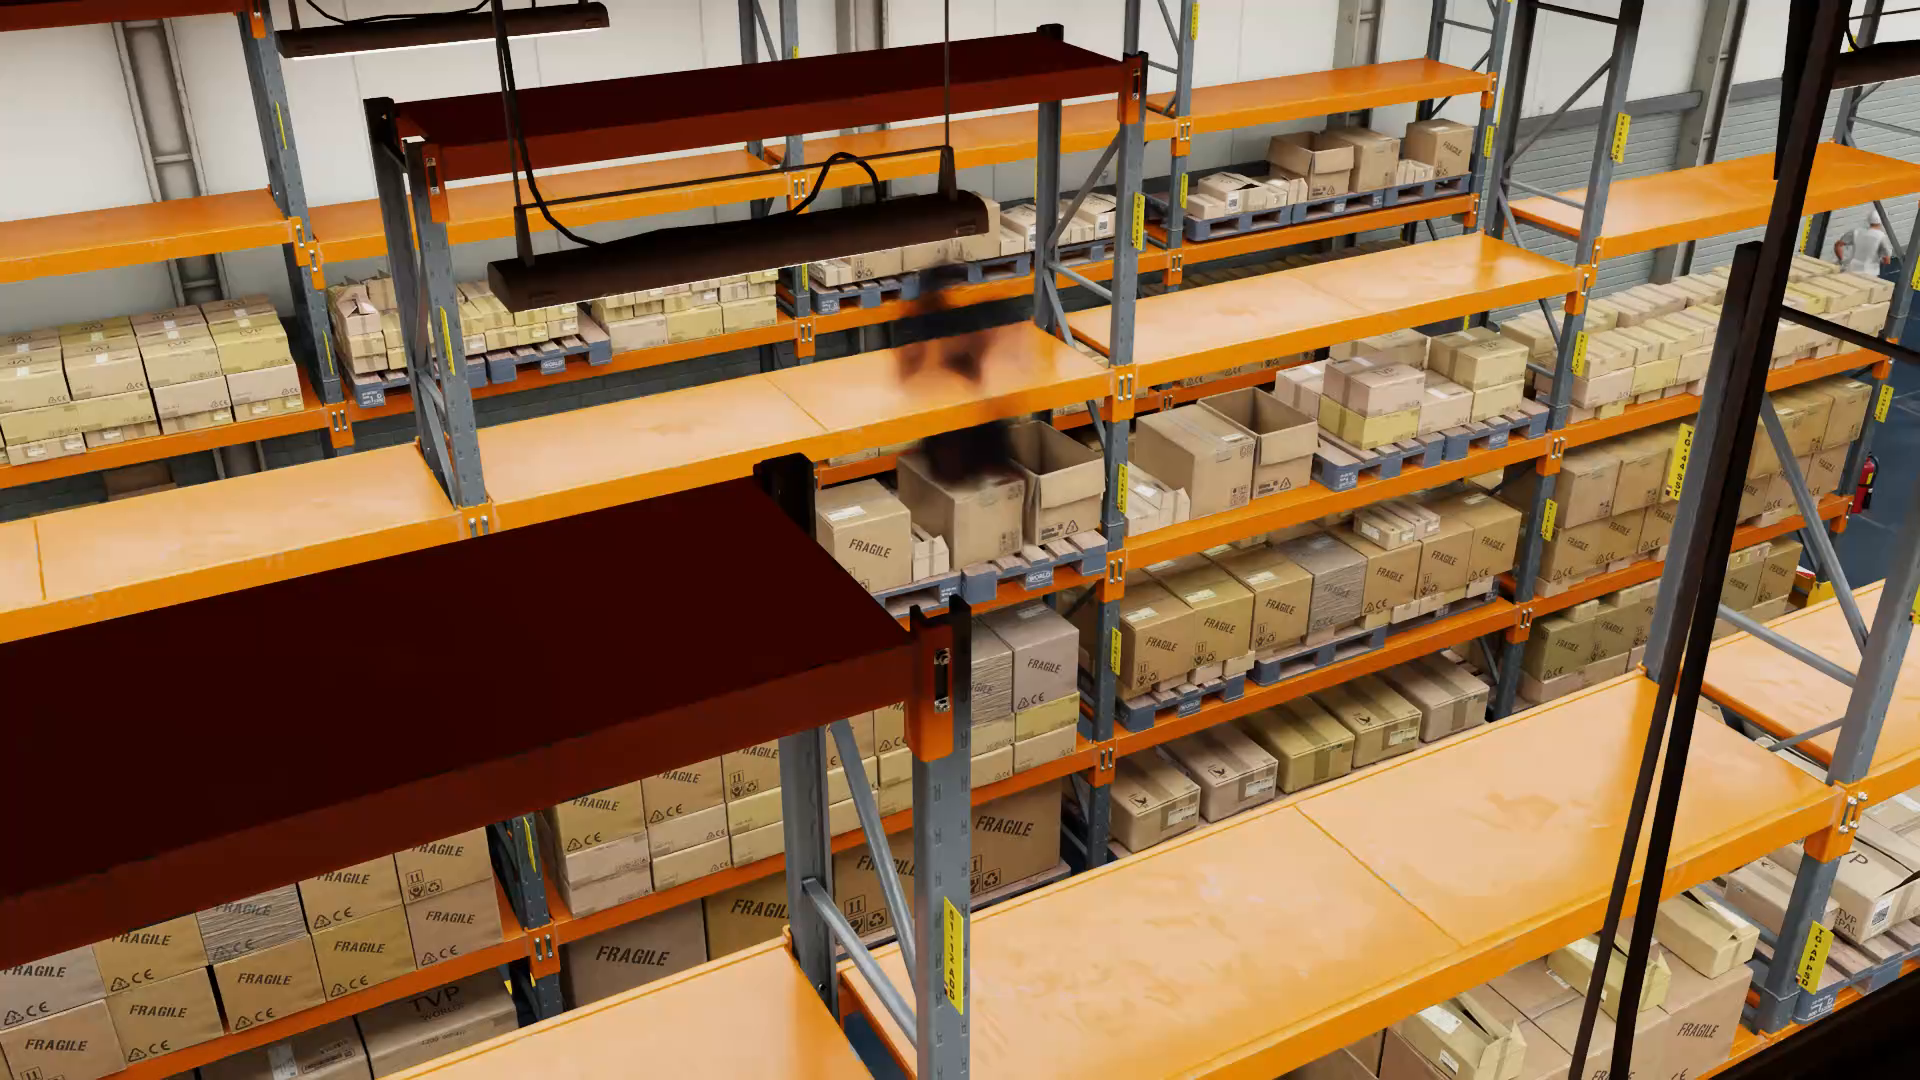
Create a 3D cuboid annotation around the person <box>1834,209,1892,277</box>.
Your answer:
[{"bbox_3d":[11.764,-3.480,21.643,0.640,1.746,0.641,-15,31,-25],"label":"person"}]
